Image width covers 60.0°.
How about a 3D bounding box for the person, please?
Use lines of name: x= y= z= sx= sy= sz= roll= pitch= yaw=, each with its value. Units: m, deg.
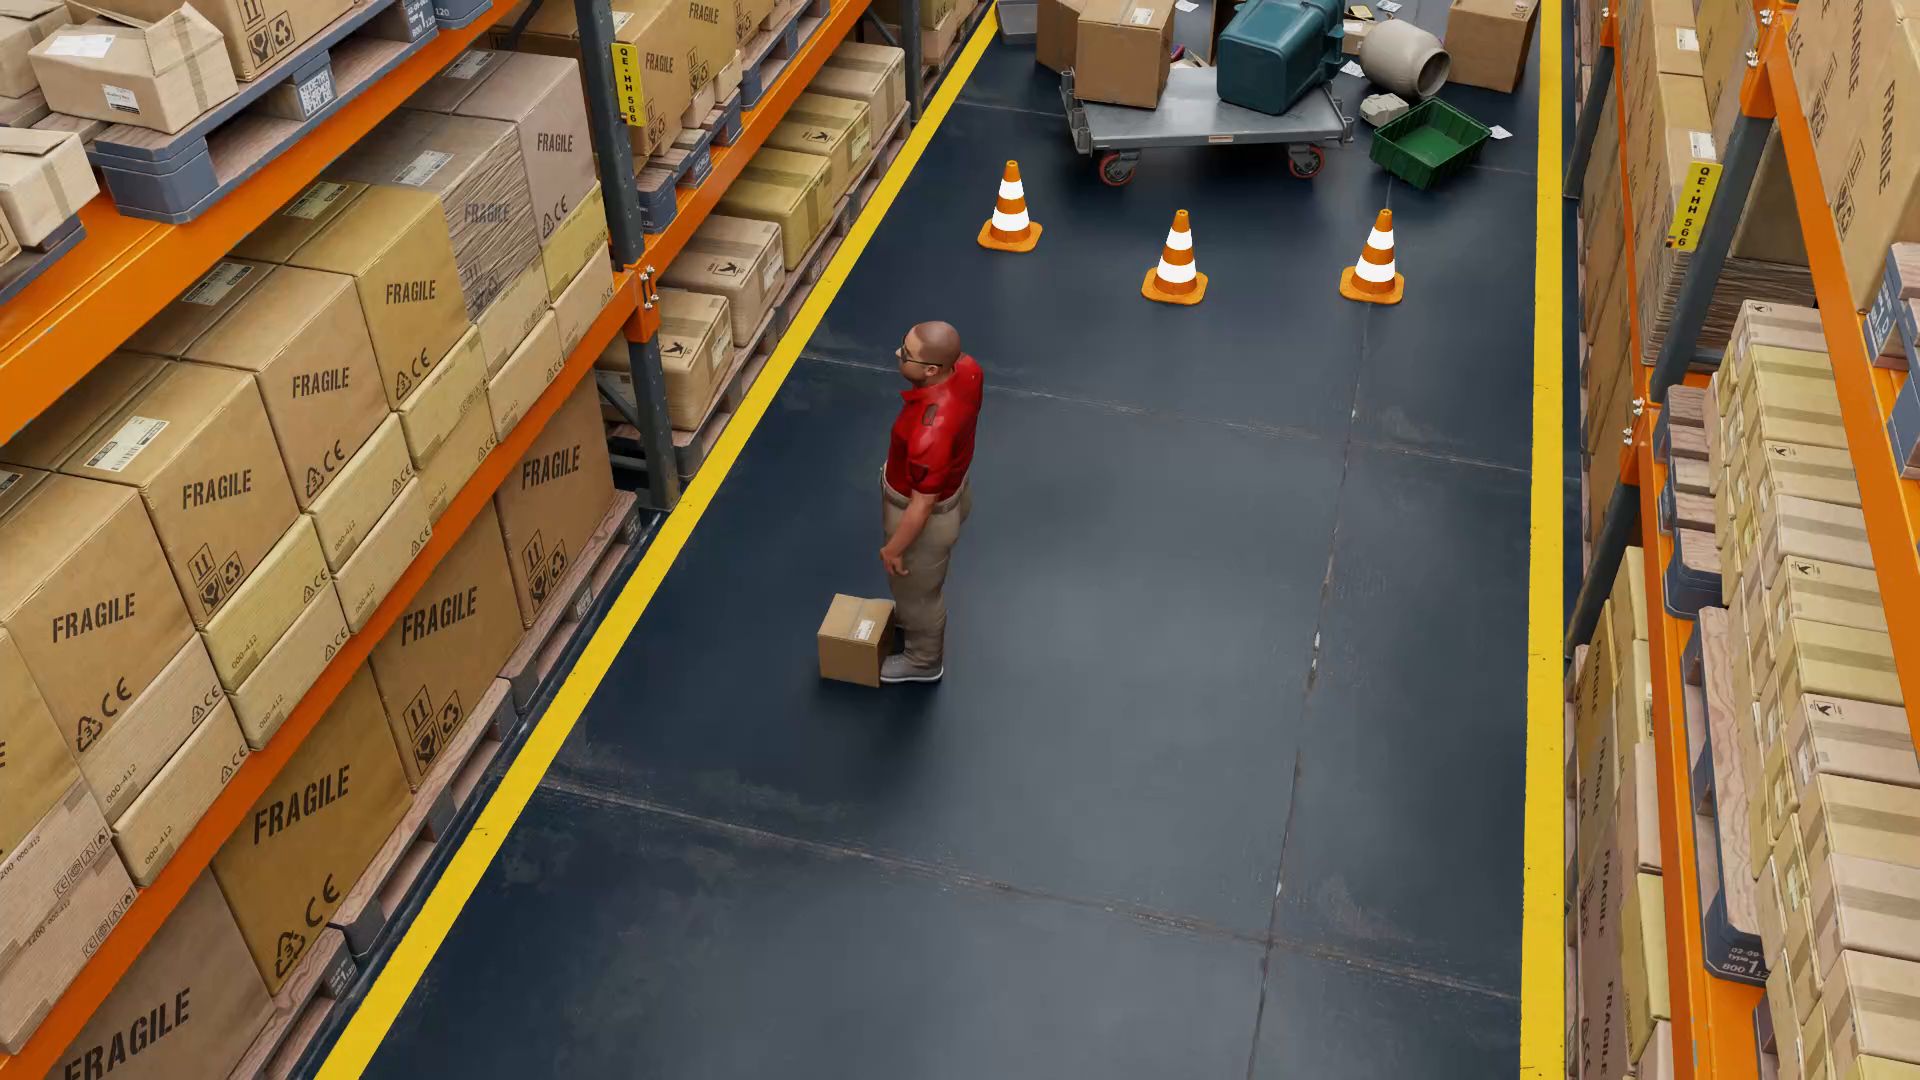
person: x=-0.218 y=-0.139 z=6.317 sx=0.550 sy=1.727 sz=0.641 roll=10 pitch=42 yaw=11
